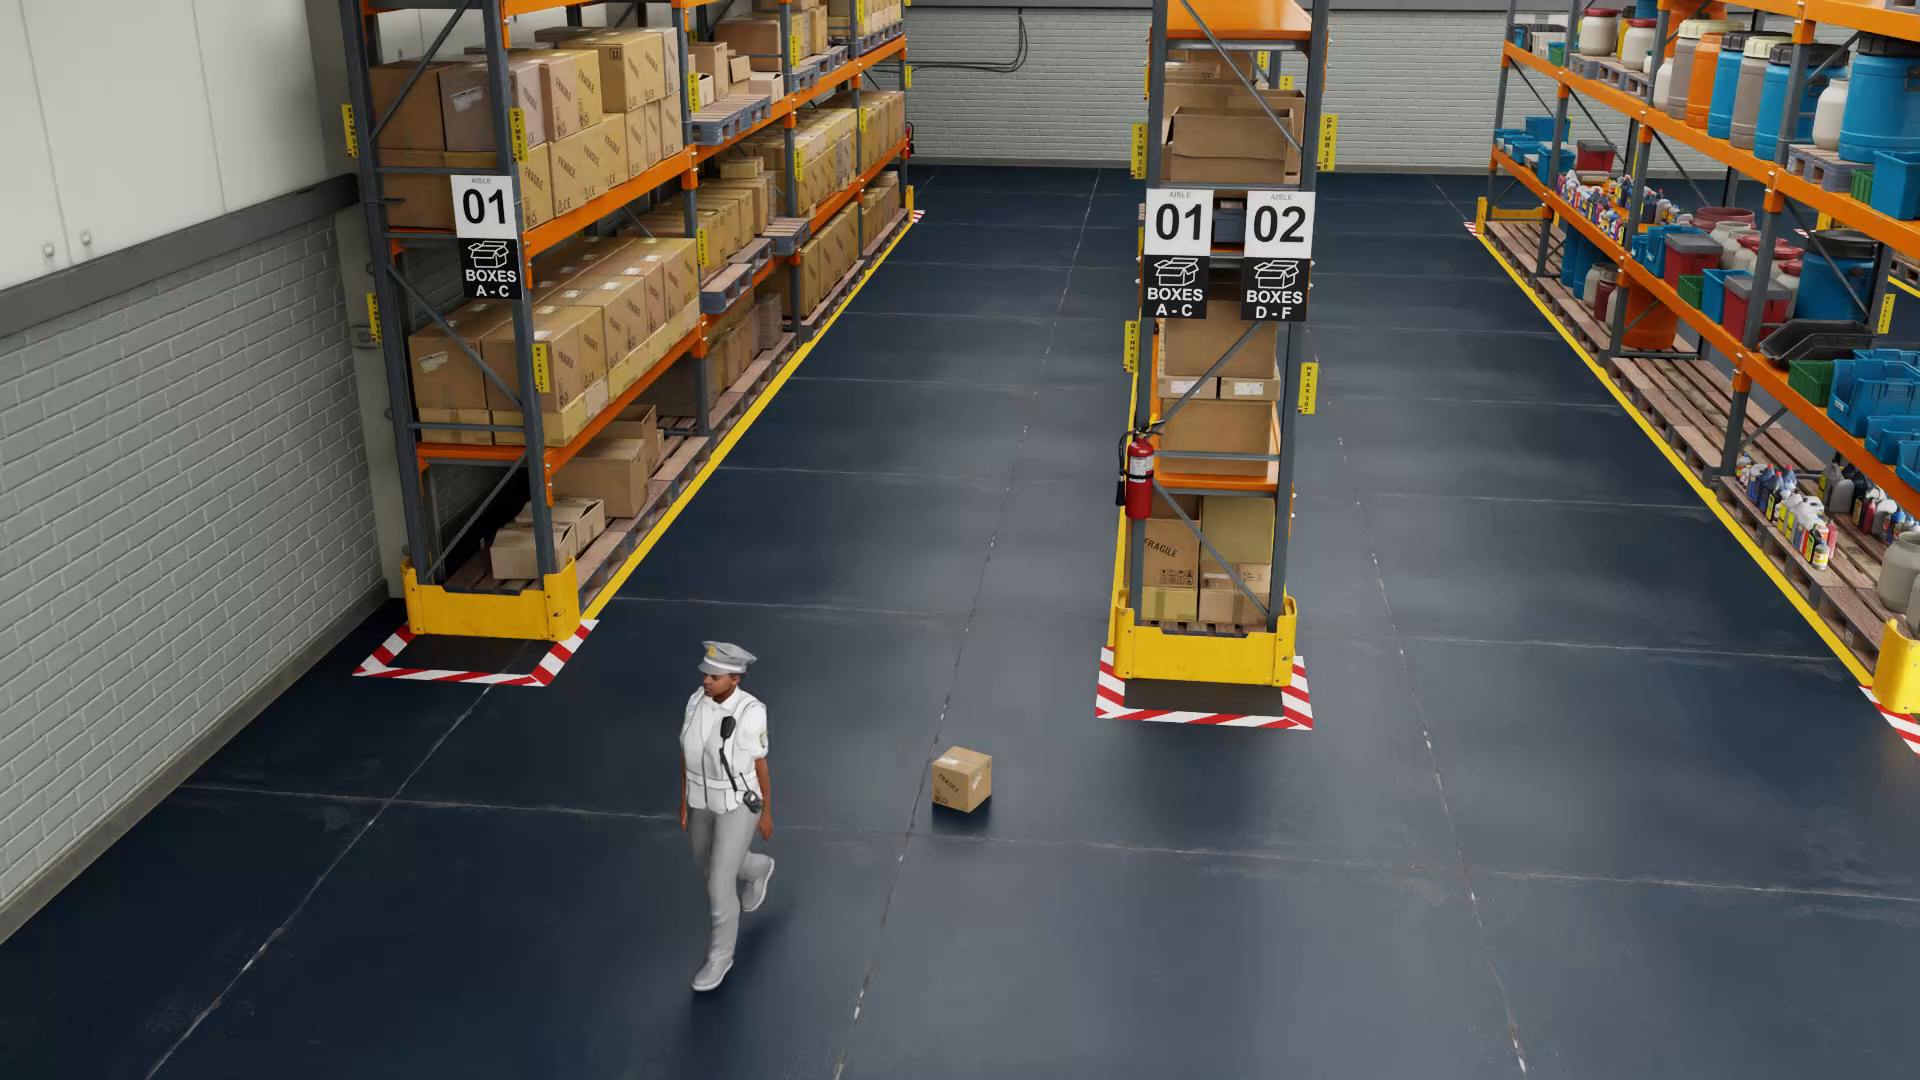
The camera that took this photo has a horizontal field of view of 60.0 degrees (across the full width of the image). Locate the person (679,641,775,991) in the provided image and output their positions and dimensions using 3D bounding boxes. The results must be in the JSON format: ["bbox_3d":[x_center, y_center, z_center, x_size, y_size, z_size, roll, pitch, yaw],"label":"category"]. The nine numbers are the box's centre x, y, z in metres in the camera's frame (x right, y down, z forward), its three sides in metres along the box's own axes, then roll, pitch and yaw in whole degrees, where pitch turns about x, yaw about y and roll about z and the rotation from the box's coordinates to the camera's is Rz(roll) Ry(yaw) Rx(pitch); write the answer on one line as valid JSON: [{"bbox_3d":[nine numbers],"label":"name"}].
[{"bbox_3d":[-1.106,1.219,7.893,0.449,1.654,0.823,12,25,29],"label":"person"}]
